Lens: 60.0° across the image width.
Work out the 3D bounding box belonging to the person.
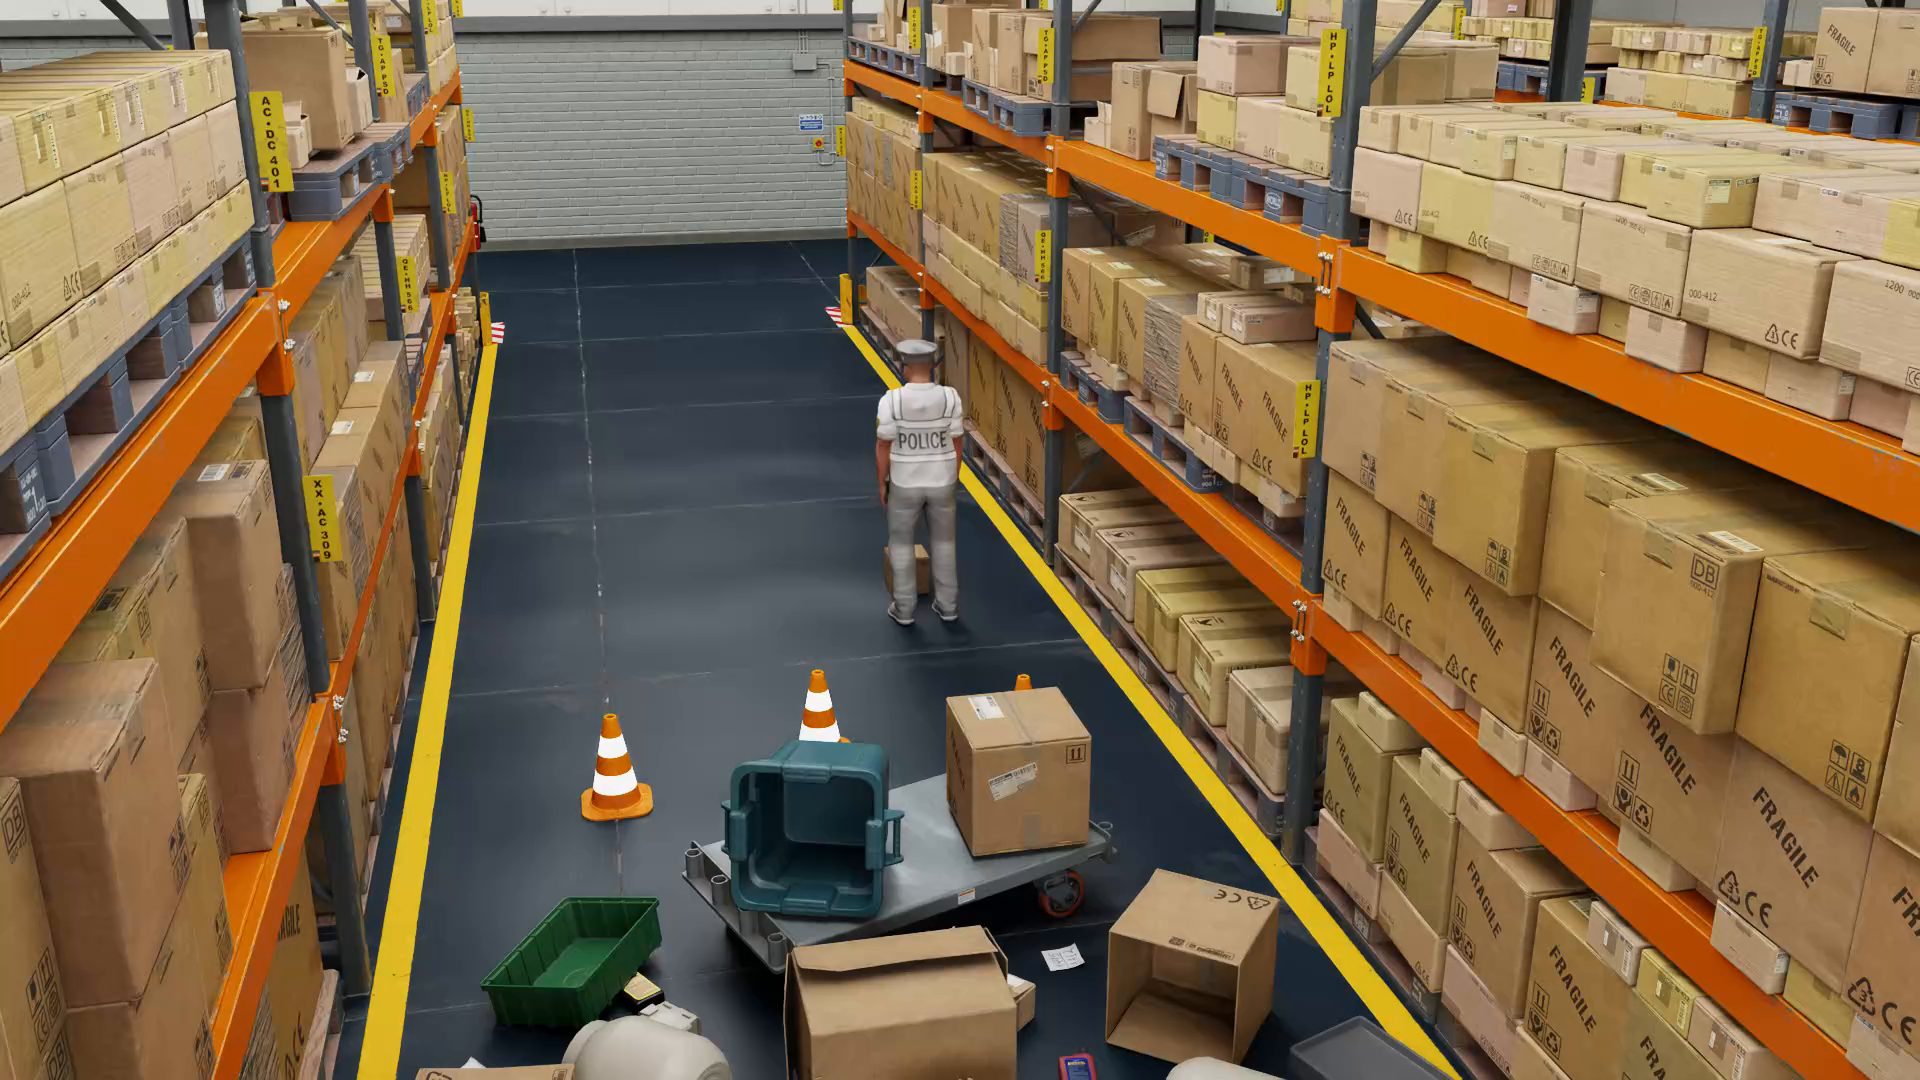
[{"bbox_3d":[-0.250,-0.343,10.049,0.529,1.742,0.392,-4,20,-11],"label":"person"}]
